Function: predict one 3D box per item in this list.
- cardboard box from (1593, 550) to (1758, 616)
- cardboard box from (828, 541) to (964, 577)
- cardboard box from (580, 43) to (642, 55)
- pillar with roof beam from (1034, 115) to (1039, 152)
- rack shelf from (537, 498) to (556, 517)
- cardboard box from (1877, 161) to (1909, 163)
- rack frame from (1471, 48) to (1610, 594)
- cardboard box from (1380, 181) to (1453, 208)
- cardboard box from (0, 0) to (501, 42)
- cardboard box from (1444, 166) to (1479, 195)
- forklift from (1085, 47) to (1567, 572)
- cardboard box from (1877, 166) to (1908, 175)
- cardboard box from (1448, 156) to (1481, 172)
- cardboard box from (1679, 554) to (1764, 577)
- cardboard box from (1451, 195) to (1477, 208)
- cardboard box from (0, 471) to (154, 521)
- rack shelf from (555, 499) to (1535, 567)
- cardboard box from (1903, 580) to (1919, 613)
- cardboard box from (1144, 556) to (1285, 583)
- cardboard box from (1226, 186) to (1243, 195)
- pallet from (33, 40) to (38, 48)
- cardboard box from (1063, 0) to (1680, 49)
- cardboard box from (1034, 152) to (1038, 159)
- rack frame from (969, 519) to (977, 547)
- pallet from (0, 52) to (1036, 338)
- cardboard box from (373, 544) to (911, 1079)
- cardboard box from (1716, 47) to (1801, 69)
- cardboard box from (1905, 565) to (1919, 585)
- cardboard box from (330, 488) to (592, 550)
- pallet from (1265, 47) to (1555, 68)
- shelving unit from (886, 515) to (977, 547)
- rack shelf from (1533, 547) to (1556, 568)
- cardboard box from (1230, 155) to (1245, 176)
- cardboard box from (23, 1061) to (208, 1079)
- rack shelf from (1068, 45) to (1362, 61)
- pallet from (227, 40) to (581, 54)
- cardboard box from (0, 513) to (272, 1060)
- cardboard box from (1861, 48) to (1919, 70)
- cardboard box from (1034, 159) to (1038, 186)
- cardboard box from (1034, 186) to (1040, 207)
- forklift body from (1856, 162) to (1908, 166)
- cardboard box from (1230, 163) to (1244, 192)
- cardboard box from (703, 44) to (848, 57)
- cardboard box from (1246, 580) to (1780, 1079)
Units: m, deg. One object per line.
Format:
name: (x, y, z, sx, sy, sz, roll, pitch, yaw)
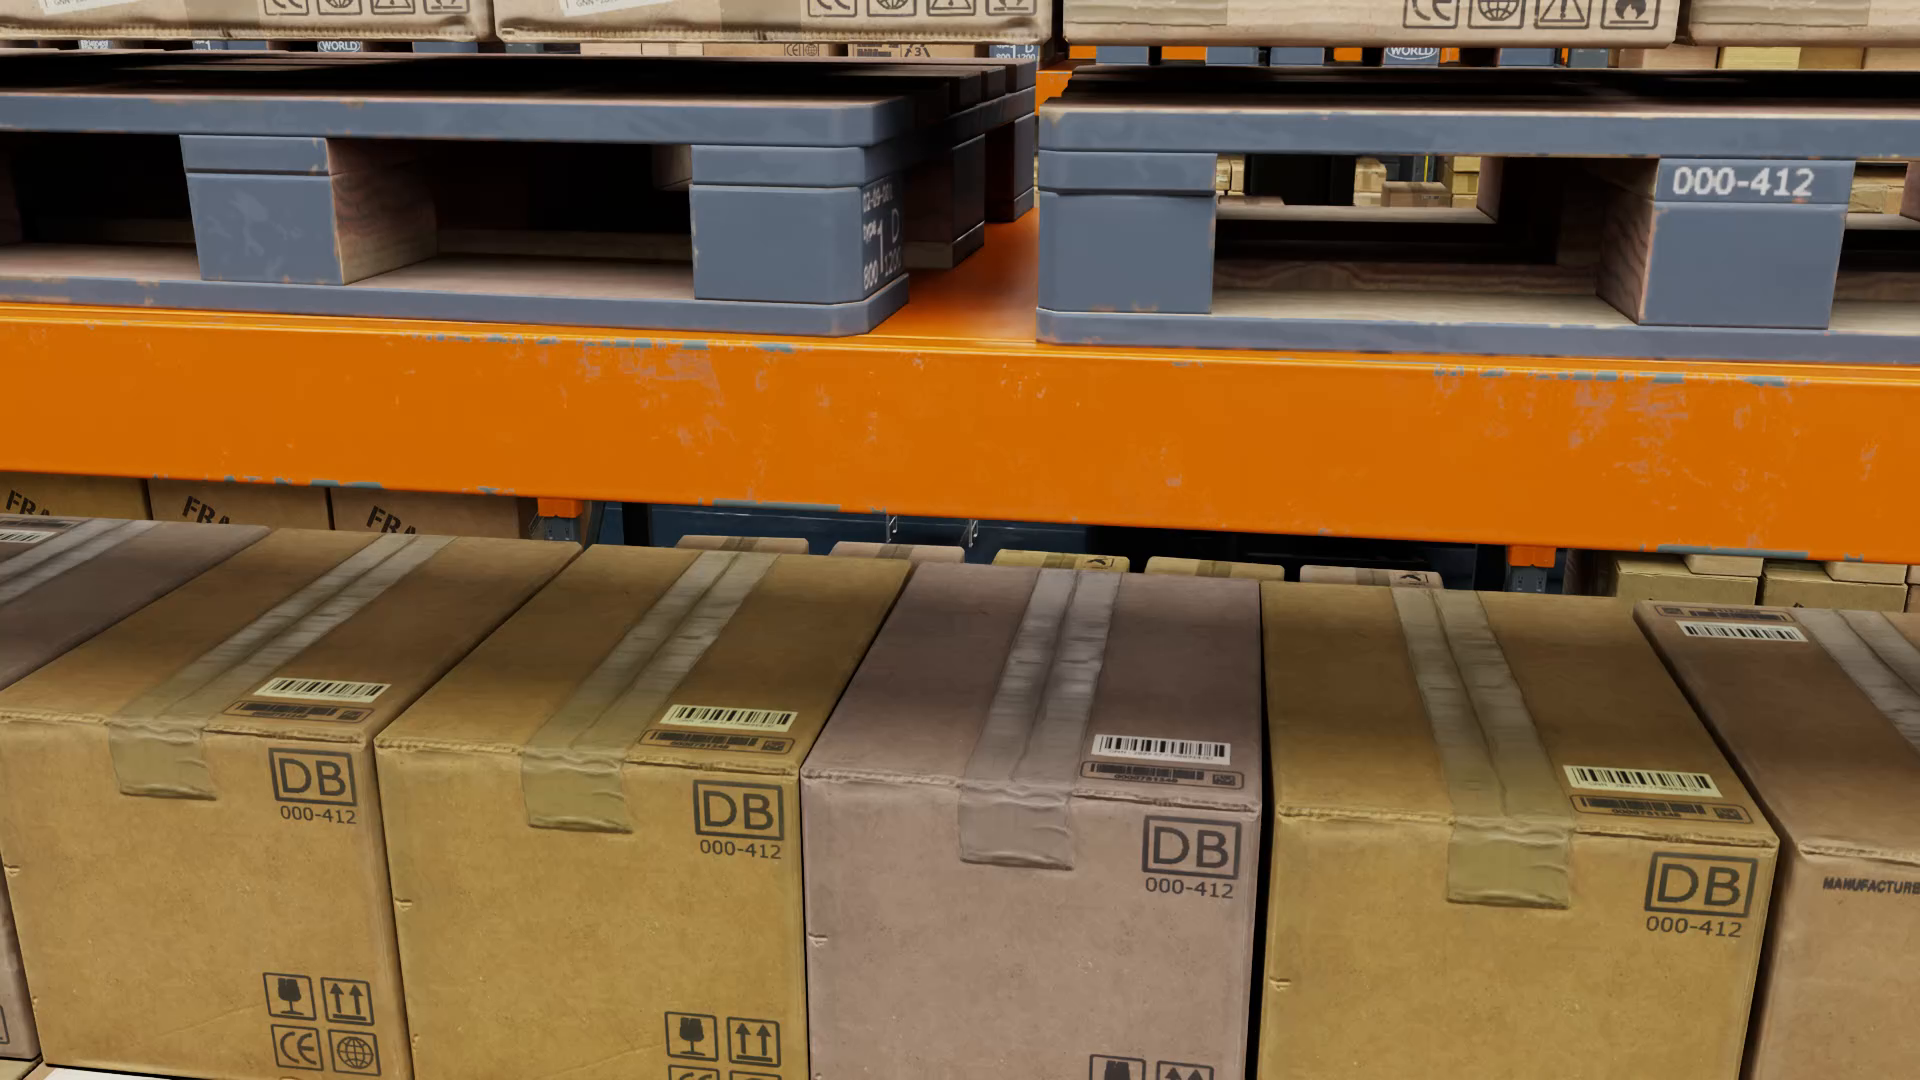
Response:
cardboard box: (2.851, 0.291, 6.695, 0.500, 0.500, 0.500, 4, 19, 11)
cardboard box: (-0.352, 0.340, 7.540, 0.625, 0.372, 0.950, 3, 19, 8)
cardboard box: (-1.354, -2.008, 6.745, 0.250, 0.149, 0.380, 3, 19, 9)
pillar with roof beam: (-0.107, -4.042, 7.701, 0.400, 9.000, 9.100, 3, 19, 9)
rack shelf: (-3.613, -0.533, 7.802, 4.000, 0.370, 1.077, 3, 19, 9)
cardboard box: (5.912, -2.417, 10.652, 0.250, 0.149, 0.380, 3, 19, 9)
rack frame: (2.311, -0.572, 6.786, 0.127, 3.000, 1.000, 3, 19, 9)
cardboard box: (1.903, -1.402, 6.955, 0.250, 0.149, 0.380, 3, 19, 8)
cardboard box: (-0.642, -0.688, 1.726, 0.500, 0.311, 0.500, 3, 19, 8)
cardboard box: (3.368, -2.384, 11.021, 0.250, 0.149, 0.380, 3, 19, 8)
forklift: (2.251, -1.306, 9.087, 3.031, 2.935, 1.130, 2, 19, 6)
cardboard box: (3.704, -1.078, 6.097, 0.500, 0.500, 0.700, 3, 19, 7)
cardboard box: (3.363, -2.515, 10.942, 0.250, 0.149, 0.380, 3, 19, 10)
cardboard box: (2.965, 0.009, 6.517, 0.250, 0.149, 0.380, 3, 19, 9)
cardboard box: (3.492, -2.071, 11.107, 0.500, 0.500, 0.500, 2, 19, 7)
cardboard box: (-4.069, -0.117, 8.113, 0.875, 0.875, 0.875, 3, 19, 10)
rack shelf: (0.337, -0.332, 7.201, 4.000, 0.370, 1.077, 3, 19, 9)
cardboard box: (3.893, 0.341, 6.546, 0.500, 0.500, 0.500, 4, 19, 12)
cardboard box: (1.083, 0.414, 7.318, 0.625, 0.372, 0.950, 4, 19, 12)
cardboard box: (2.061, -2.262, 11.284, 0.500, 0.250, 0.500, 2, 19, 7)
pallet: (-4.674, -2.276, 7.452, 1.217, 0.209, 0.805, 2, 19, 6)
cardboard box: (0.372, -0.607, 1.581, 0.500, 0.250, 0.500, 3, 19, 8)
cardboard box: (0.520, -2.692, 11.943, 0.250, 0.149, 0.380, 3, 19, 8)
rack frame: (0.077, -0.565, 9.601, 0.015, 1.200, 0.240, 3, 19, 9)
pallet: (-0.575, -0.479, 2.079, 1.213, 0.211, 1.003, 4, 19, 11)
cardboard box: (-0.371, 0.362, 2.260, 0.500, 0.500, 0.700, 3, 19, 8)
cardboard box: (2.829, -1.752, 5.979, 0.250, 0.149, 0.380, 3, 19, 9)
cardboard box: (3.739, 0.047, 6.404, 0.250, 0.149, 0.380, 4, 19, 12)
cardboard box: (-2.307, -0.026, 7.840, 0.875, 0.875, 0.875, 3, 19, 8)
pallet: (1.719, -1.970, 6.532, 1.003, 0.211, 1.213, 3, 19, 9)
shelving unit: (-0.163, -0.577, 9.638, 0.503, 1.200, 0.258, 3, 19, 9)
rack shelf: (4.286, -0.130, 6.599, 4.000, 0.370, 1.077, 3, 19, 9)
cardboard box: (2.023, -2.616, 11.716, 0.250, 0.149, 0.380, 3, 19, 8)
cardboard box: (-0.923, 0.892, 2.251, 0.500, 0.500, 0.500, 3, 19, 9)
rack shelf: (1.120, -3.309, 11.373, 4.000, 0.370, 1.077, 3, 19, 9)
pallet: (-2.282, -2.122, 6.989, 1.003, 0.211, 1.213, 4, 19, 11)
cardboard box: (-1.382, 0.312, 2.411, 0.500, 0.500, 0.700, 3, 19, 8)
cardboard box: (3.333, -1.749, 5.973, 0.250, 0.149, 0.380, 3, 19, 10)
cardboard box: (0.448, -2.545, 11.502, 0.250, 0.149, 0.380, 3, 19, 9)
cardboard box: (0.553, -2.338, 11.513, 0.500, 0.250, 0.500, 2, 19, 7)
forklift body: (4.883, -1.047, 9.544, 1.214, 2.155, 2.313, 3, 19, 9)
cardboard box: (1.951, -2.438, 11.182, 0.250, 0.149, 0.380, 2, 19, 7)
cardboard box: (-0.704, -2.193, 6.744, 0.500, 0.500, 0.700, 3, 19, 9)
cardboard box: (0.627, 0.414, 2.106, 0.500, 0.500, 0.700, 3, 19, 8)
